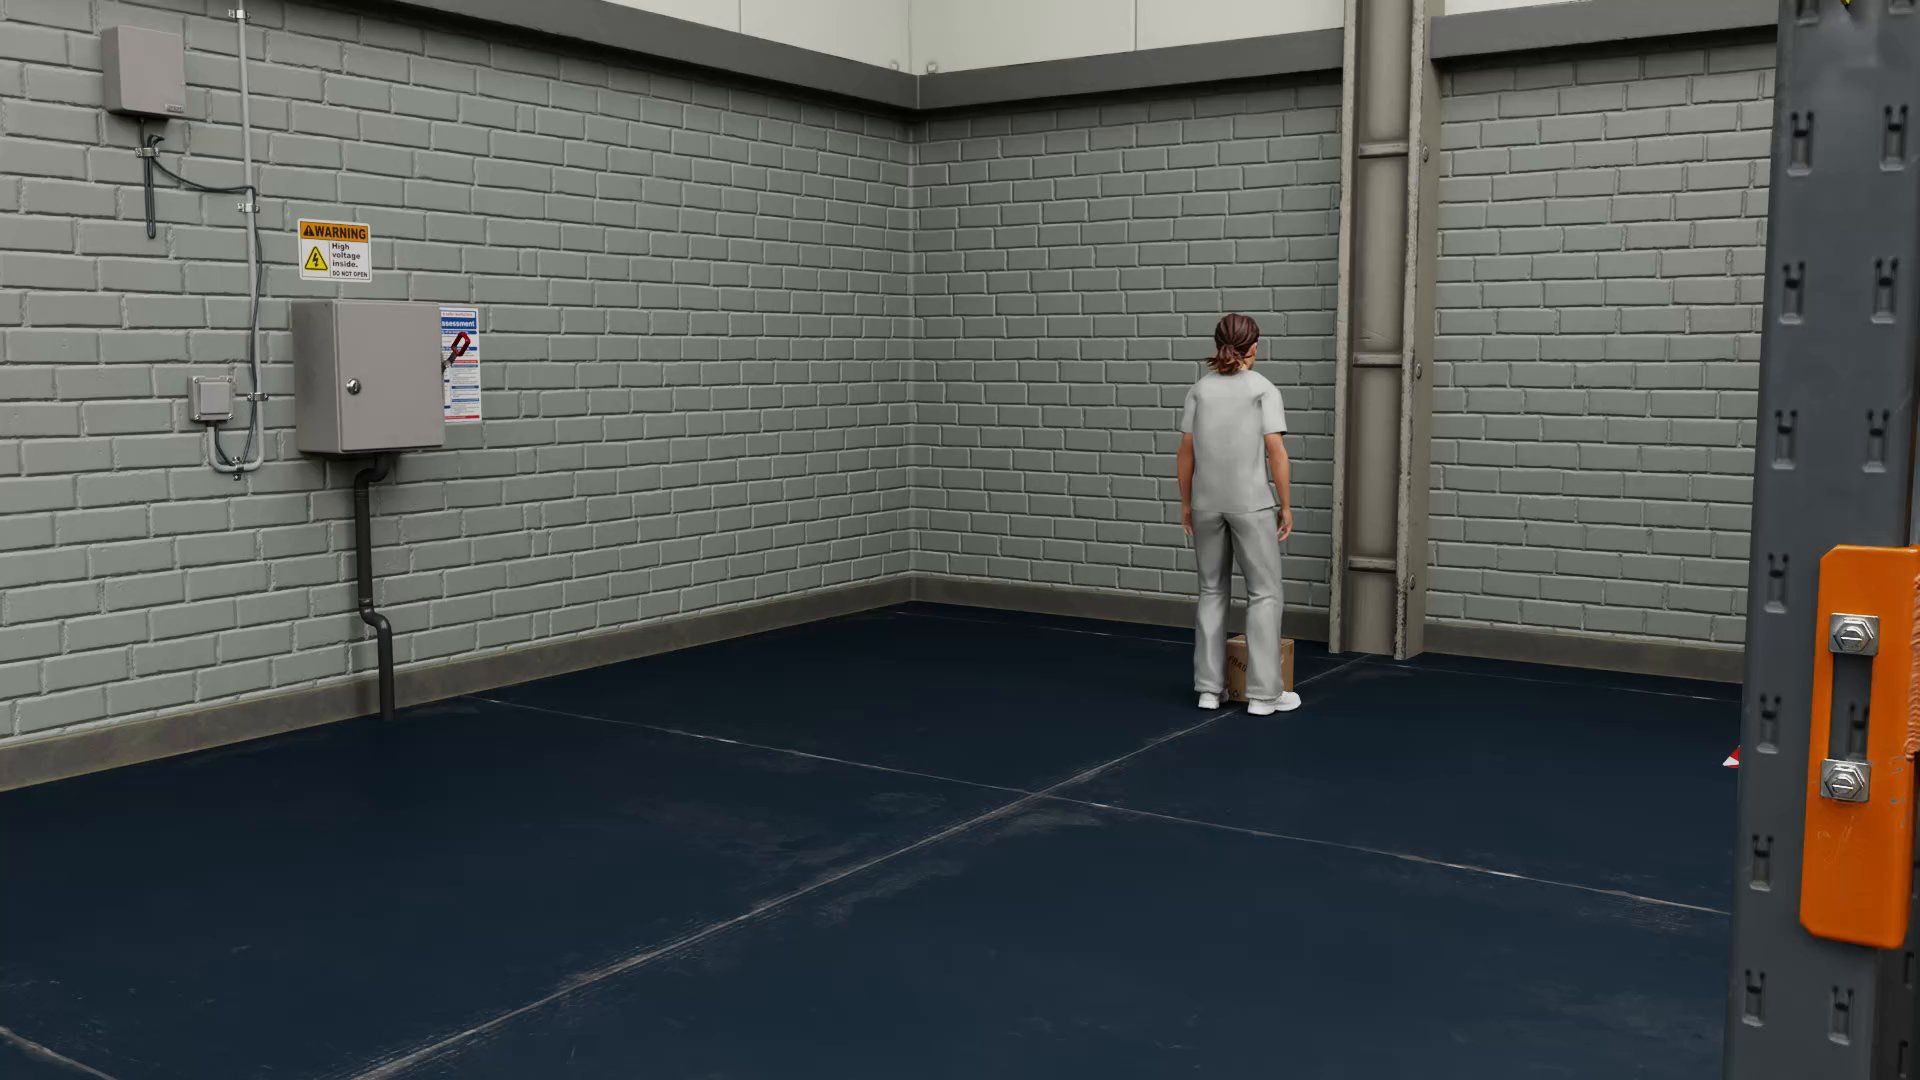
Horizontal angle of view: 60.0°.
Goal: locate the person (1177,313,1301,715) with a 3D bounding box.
[{"bbox_3d":[1.167,-0.116,7.011,0.512,1.671,0.365,4,7,30],"label":"person"}]
